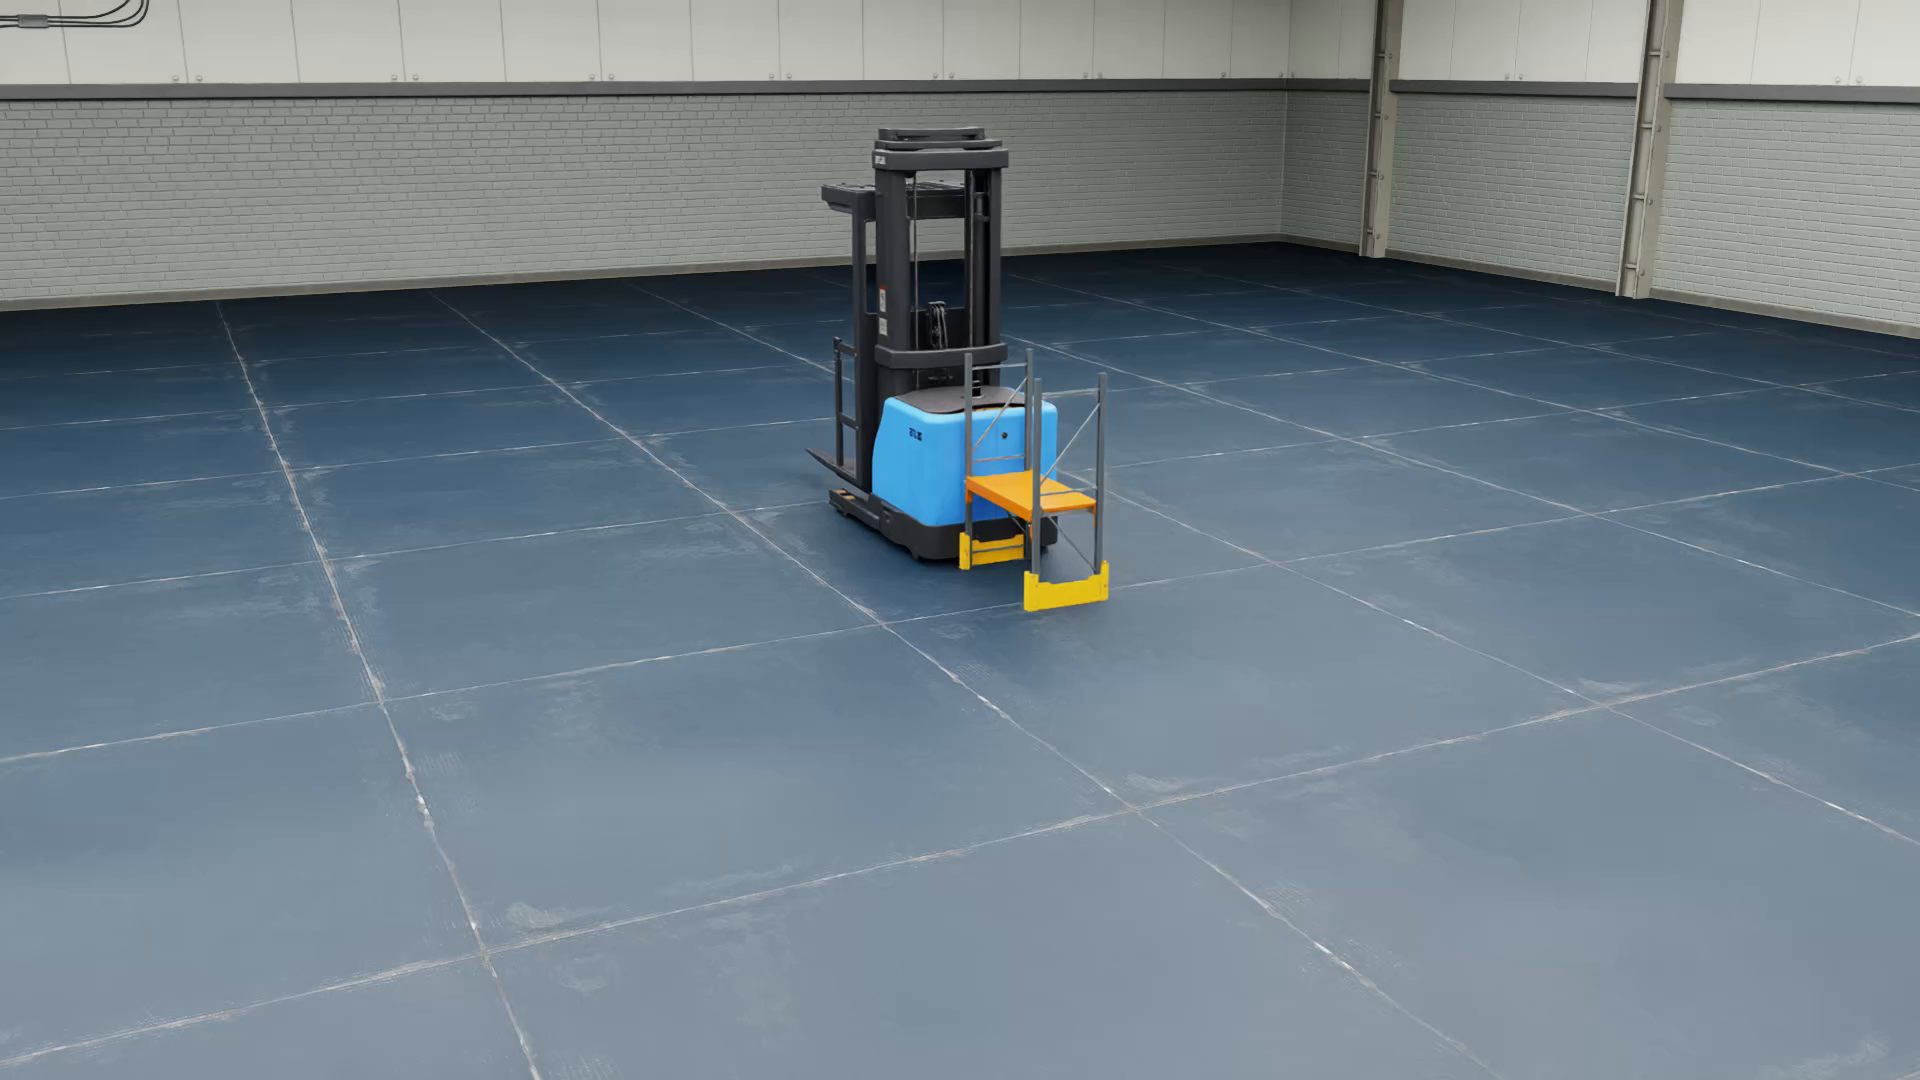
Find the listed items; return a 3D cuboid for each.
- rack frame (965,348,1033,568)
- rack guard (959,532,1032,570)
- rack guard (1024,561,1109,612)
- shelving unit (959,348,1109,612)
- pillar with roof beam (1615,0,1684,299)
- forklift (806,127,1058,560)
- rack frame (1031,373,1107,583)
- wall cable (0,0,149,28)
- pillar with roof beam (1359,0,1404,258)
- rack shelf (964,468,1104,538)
[{"bbox_3d":[0.266,-0.558,11.476,0.500,1.500,0.032,-7,18,-24],"label":"rack frame"},{"bbox_3d":[0.274,0.048,11.631,0.587,0.250,0.087,-7,18,-24],"label":"rack guard"},{"bbox_3d":[0.690,0.297,10.761,0.587,0.250,0.087,-7,18,-24],"label":"rack guard"},{"bbox_3d":[0.482,-0.428,11.024,0.587,1.500,1.083,-7,18,-24],"label":"shelving unit"},{"bbox_3d":[6.246,-7.466,21.952,9.100,9.000,0.400,-8,18,-25],"label":"pillar with roof beam"},{"bbox_3d":[-0.374,-1.634,12.630,1.130,2.935,3.031,-7,18,-24],"label":"forklift"},{"bbox_3d":[0.690,-0.303,10.588,0.500,1.500,0.032,-7,18,-24],"label":"rack frame"},{"bbox_3d":[-12.390,-9.335,22.302,2.305,6.003,0.169,-8,18,-25],"label":"wall cable"},{"bbox_3d":[3.618,-8.953,27.137,9.100,9.000,0.400,-8,18,-25],"label":"pillar with roof beam"},{"bbox_3d":[0.478,-0.258,11.081,0.538,0.185,1.000,-7,18,-24],"label":"rack shelf"}]
